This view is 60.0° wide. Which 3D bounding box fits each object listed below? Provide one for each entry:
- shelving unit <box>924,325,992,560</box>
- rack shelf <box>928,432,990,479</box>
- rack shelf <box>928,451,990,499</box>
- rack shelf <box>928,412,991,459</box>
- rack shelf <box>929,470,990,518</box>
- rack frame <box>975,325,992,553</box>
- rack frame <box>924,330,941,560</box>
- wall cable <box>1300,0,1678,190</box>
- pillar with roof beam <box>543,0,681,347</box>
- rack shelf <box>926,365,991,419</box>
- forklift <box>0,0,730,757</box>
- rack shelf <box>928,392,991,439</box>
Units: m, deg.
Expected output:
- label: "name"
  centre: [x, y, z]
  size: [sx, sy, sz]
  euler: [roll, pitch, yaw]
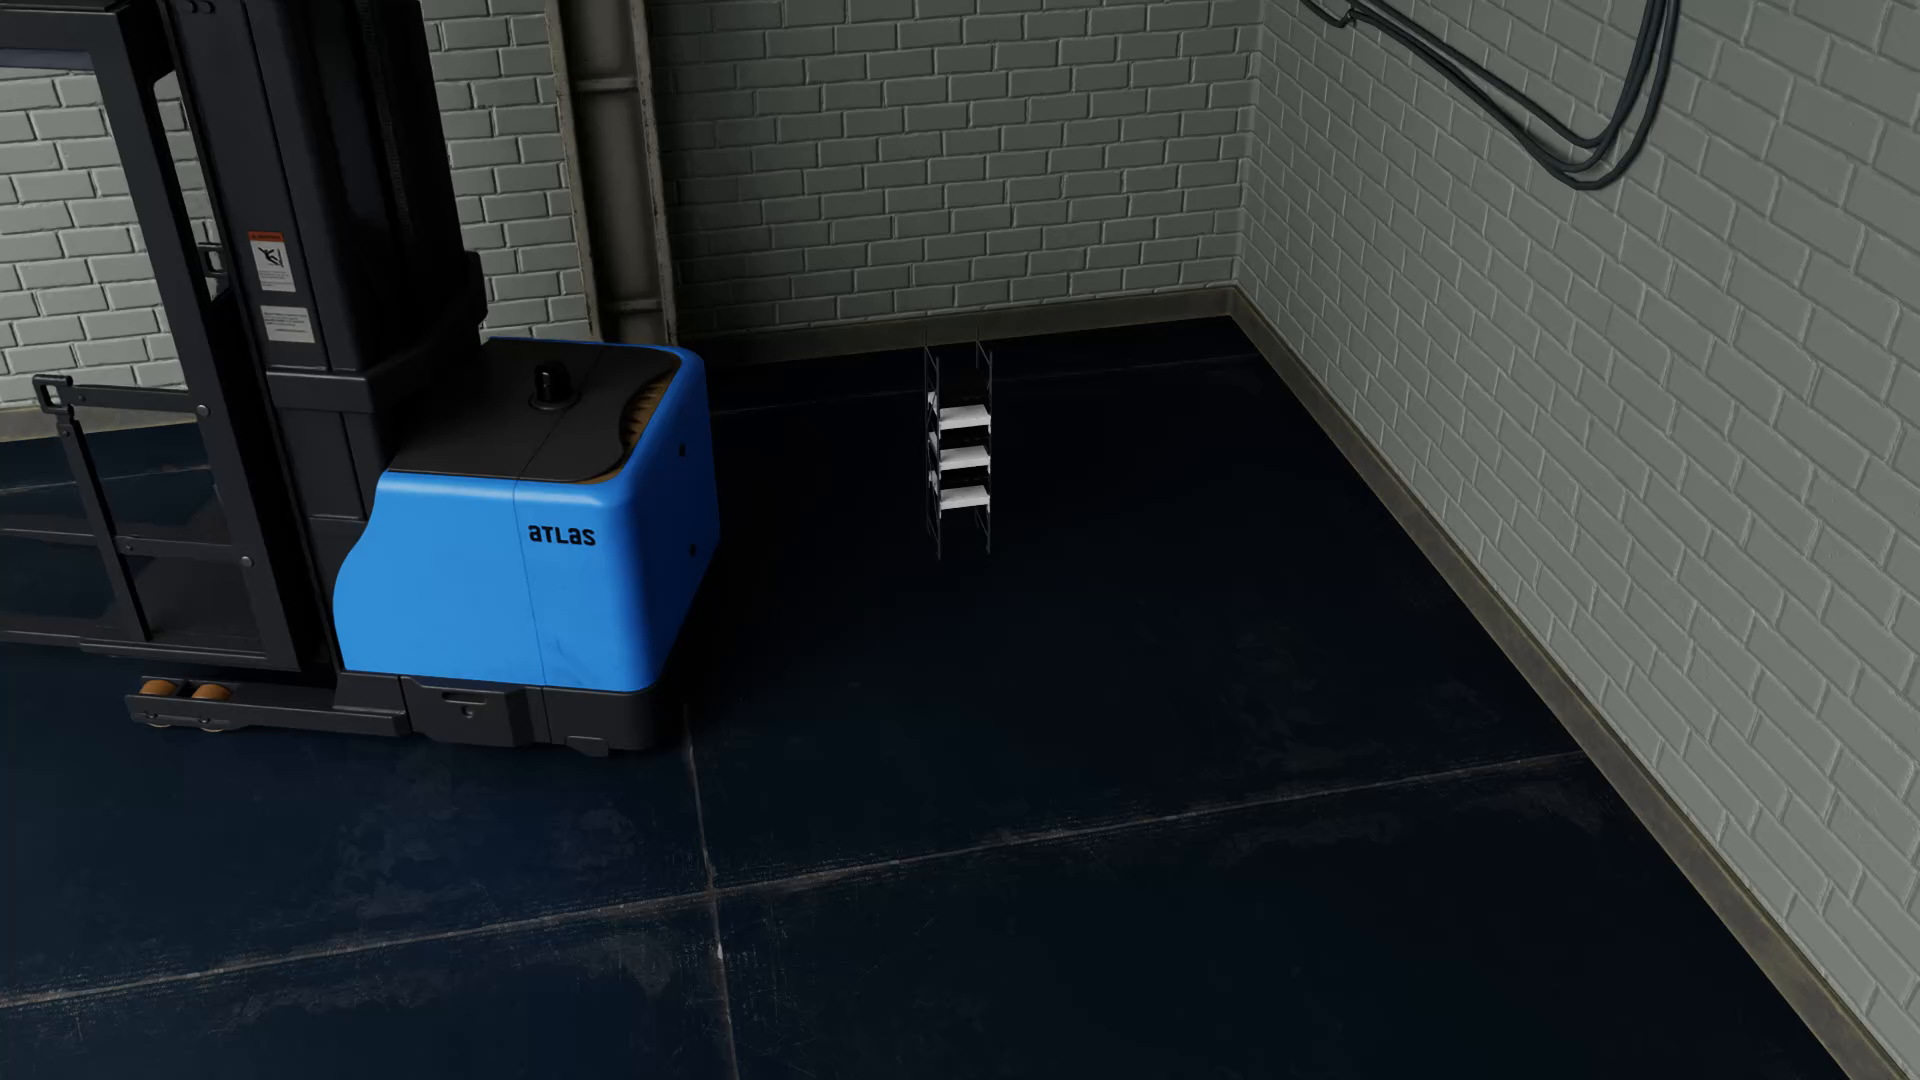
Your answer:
- label: "shelving unit"
  centre: [-0.008, -0.373, 6.498]
  size: [0.210, 0.900, 0.258]
  euler: [-7, 35, -11]
- label: "rack shelf"
  centre: [-0.008, -0.345, 6.516]
  size: [0.200, 0.077, 0.258]
  euler: [-7, 35, -11]
- label: "rack shelf"
  centre: [-0.008, -0.270, 6.566]
  size: [0.200, 0.077, 0.258]
  euler: [-7, 35, -11]
- label: "rack shelf"
  centre: [-0.008, -0.420, 6.466]
  size: [0.200, 0.077, 0.258]
  euler: [-7, 35, -11]
- label: "rack shelf"
  centre: [-0.008, -0.196, 6.617]
  size: [0.200, 0.077, 0.258]
  euler: [-7, 35, -11]
- label: "rack frame"
  centre: [0.091, -0.385, 6.516]
  size: [0.006, 0.900, 0.240]
  euler: [-7, 35, -11]
- label: "rack frame"
  centre: [-0.107, -0.360, 6.479]
  size: [0.006, 0.900, 0.240]
  euler: [-7, 35, -11]
- label: "wall cable"
  centre: [1.666, -2.807, 5.643]
  size: [0.112, 2.526, 3.097]
  euler: [-7, 35, -11]
- label: "pillar with roof beam"
  centre: [-0.550, -2.113, 1.823]
  size: [0.400, 9.000, 9.100]
  euler: [-7, 35, -11]
- label: "rack shelf"
  centre: [-0.008, -0.569, 6.366]
  size: [0.200, 0.077, 0.258]
  euler: [-7, 35, -11]
- label: "forklift"
  centre: [-2.435, -0.839, 5.371]
  size: [3.031, 2.935, 1.130]
  euler: [4, 34, 6]
- label: "rack shelf"
  centre: [-0.008, -0.494, 6.416]
  size: [0.200, 0.077, 0.258]
  euler: [-7, 35, -11]
